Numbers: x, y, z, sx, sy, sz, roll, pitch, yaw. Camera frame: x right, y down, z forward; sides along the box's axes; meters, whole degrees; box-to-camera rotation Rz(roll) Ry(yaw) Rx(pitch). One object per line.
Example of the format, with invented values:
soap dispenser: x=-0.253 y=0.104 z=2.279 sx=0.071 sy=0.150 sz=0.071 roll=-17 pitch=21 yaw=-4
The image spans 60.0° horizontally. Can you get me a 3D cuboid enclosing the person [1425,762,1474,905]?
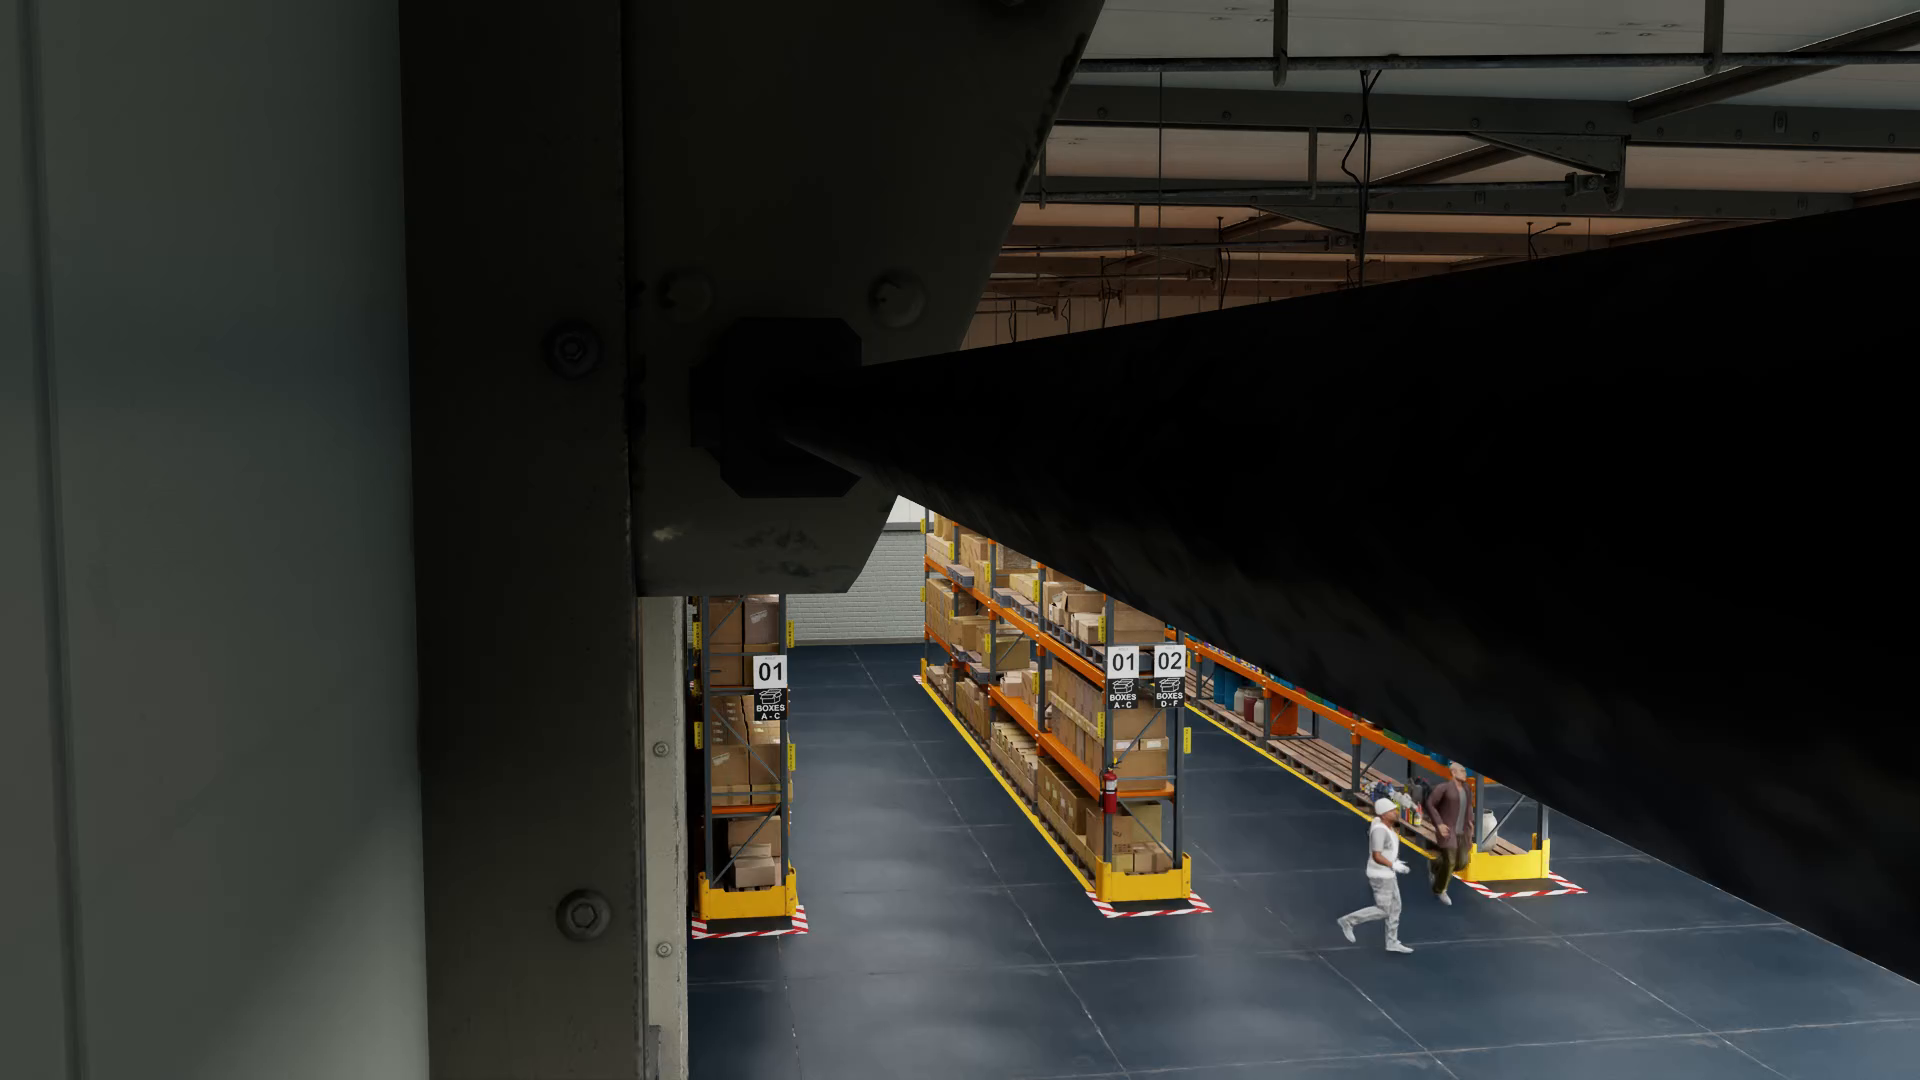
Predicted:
person: x=6.162 y=3.650 z=20.928 sx=0.763 sy=1.730 sz=0.615 roll=-2 pitch=6 yaw=-26

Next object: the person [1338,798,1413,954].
person: x=4.740 y=3.801 z=18.899 sx=0.840 sy=1.773 sz=0.688 roll=1 pitch=5 yaw=16
